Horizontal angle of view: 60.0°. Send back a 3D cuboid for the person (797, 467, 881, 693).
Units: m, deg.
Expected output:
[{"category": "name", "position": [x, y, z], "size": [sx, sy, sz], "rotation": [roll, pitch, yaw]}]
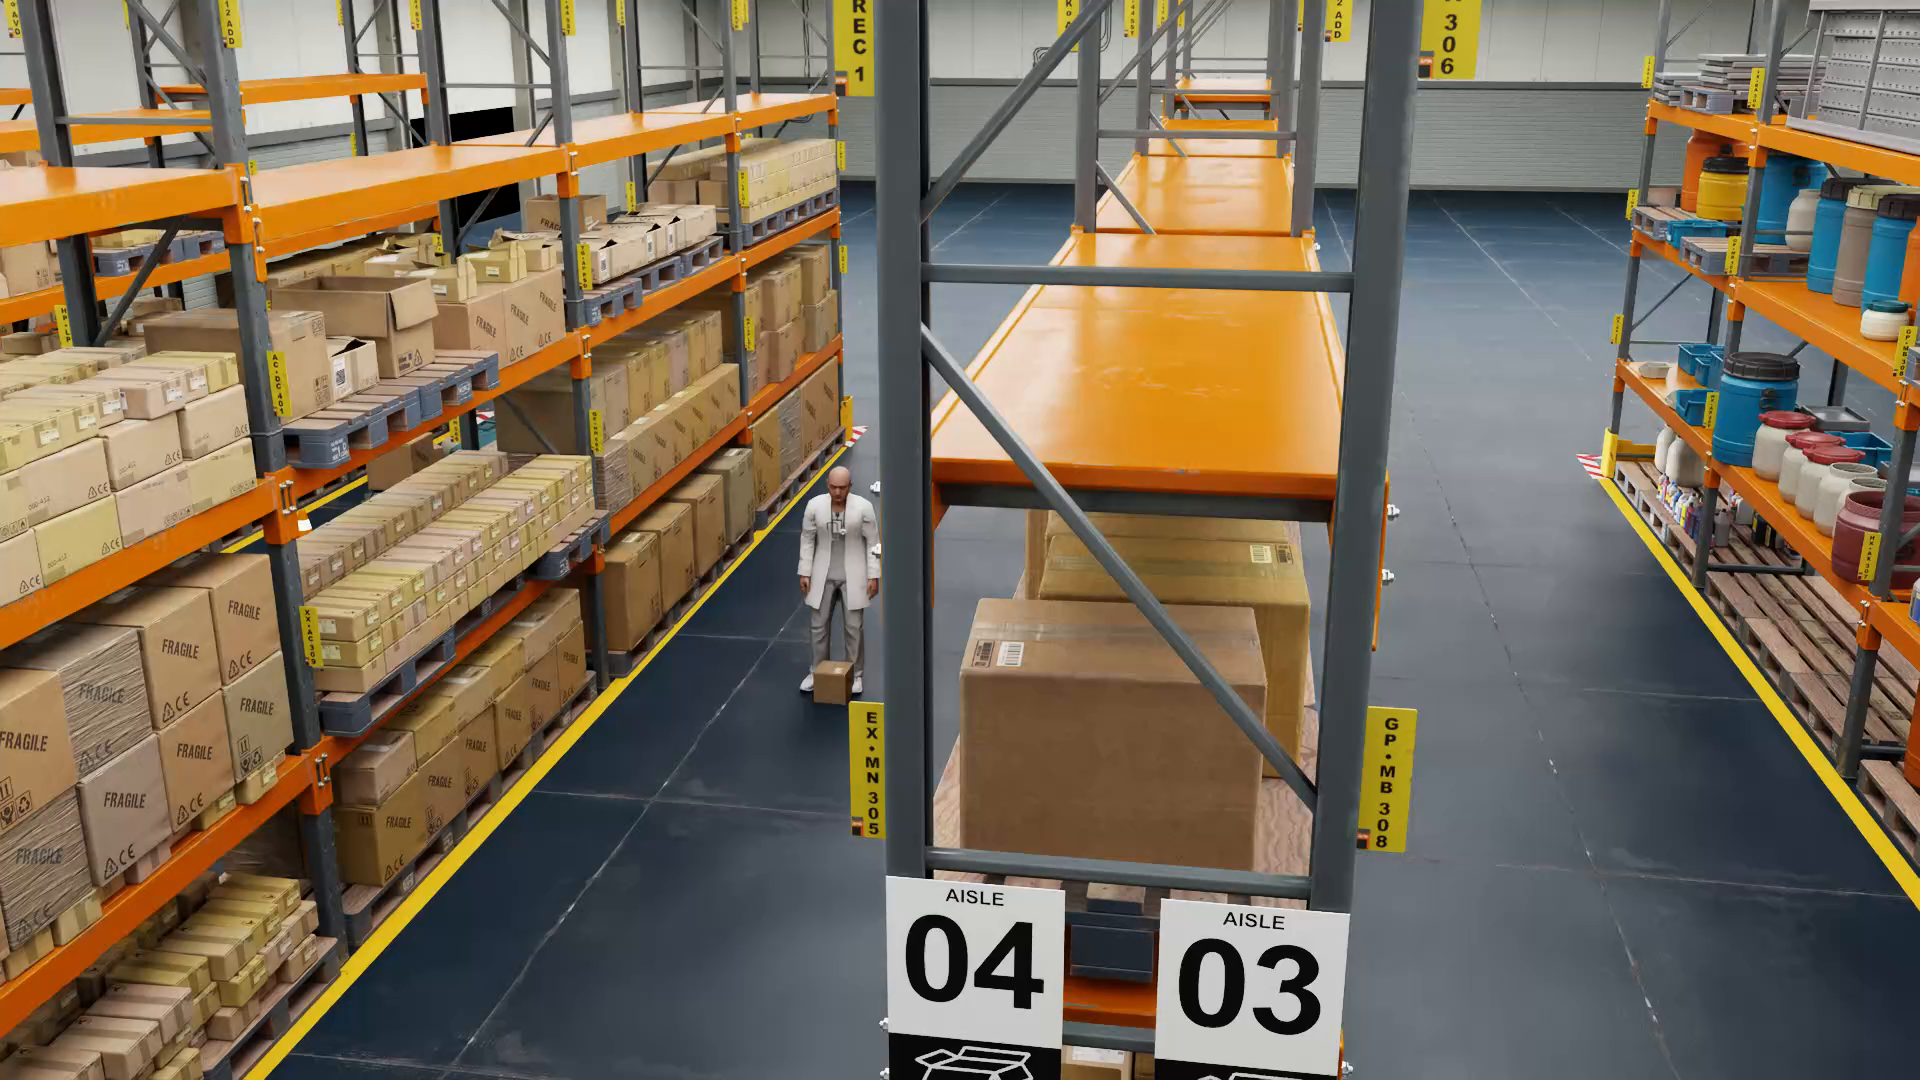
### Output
[{"category": "person", "position": [-0.916, 0.288, 12.684], "size": [0.652, 1.773, 0.427], "rotation": [2, 18, 5]}]
